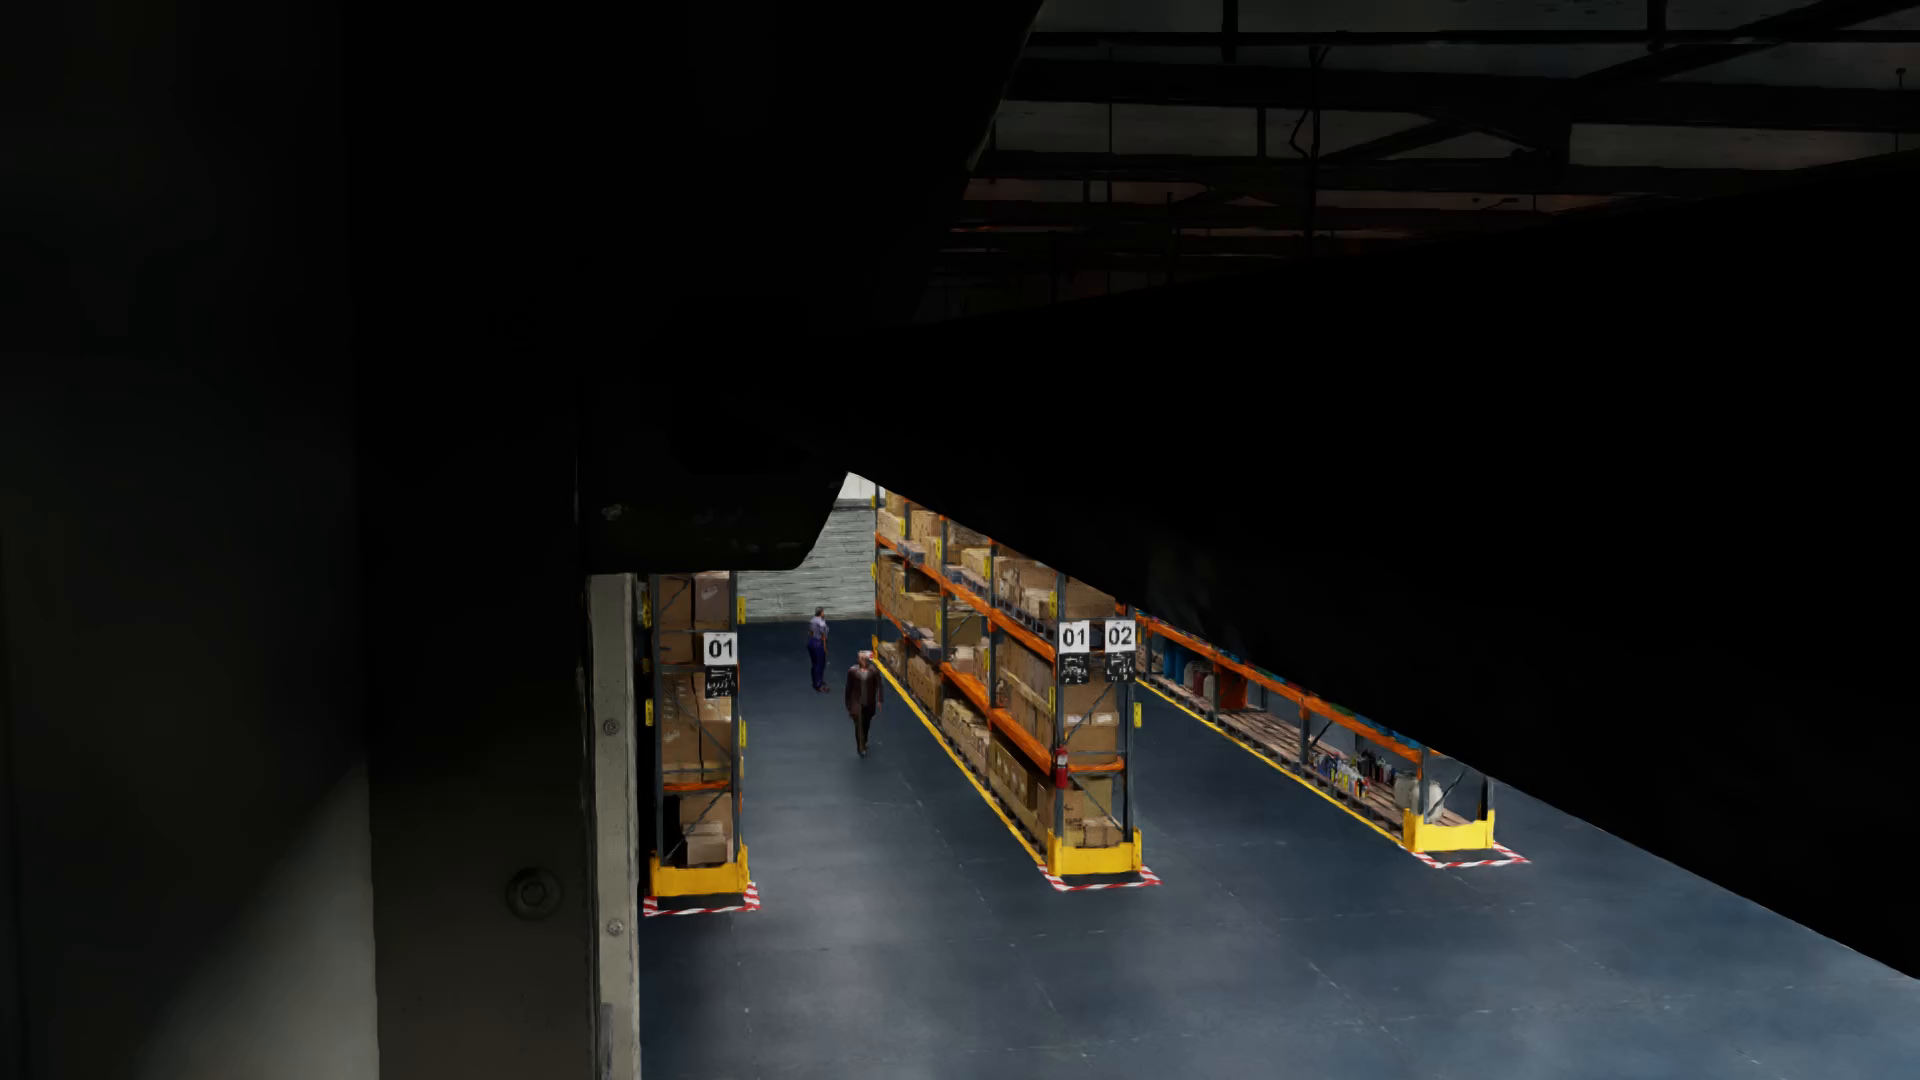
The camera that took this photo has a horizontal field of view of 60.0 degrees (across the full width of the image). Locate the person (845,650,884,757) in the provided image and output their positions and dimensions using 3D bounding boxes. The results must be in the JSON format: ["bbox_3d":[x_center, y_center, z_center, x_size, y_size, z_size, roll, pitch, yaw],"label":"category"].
[{"bbox_3d":[-1.579,2.662,27.359,0.585,1.725,1.111,-1,6,-12],"label":"person"}]

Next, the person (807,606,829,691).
[{"bbox_3d":[-2.763,2.128,32.944,0.445,1.641,0.577,-4,7,-36],"label":"person"}]
